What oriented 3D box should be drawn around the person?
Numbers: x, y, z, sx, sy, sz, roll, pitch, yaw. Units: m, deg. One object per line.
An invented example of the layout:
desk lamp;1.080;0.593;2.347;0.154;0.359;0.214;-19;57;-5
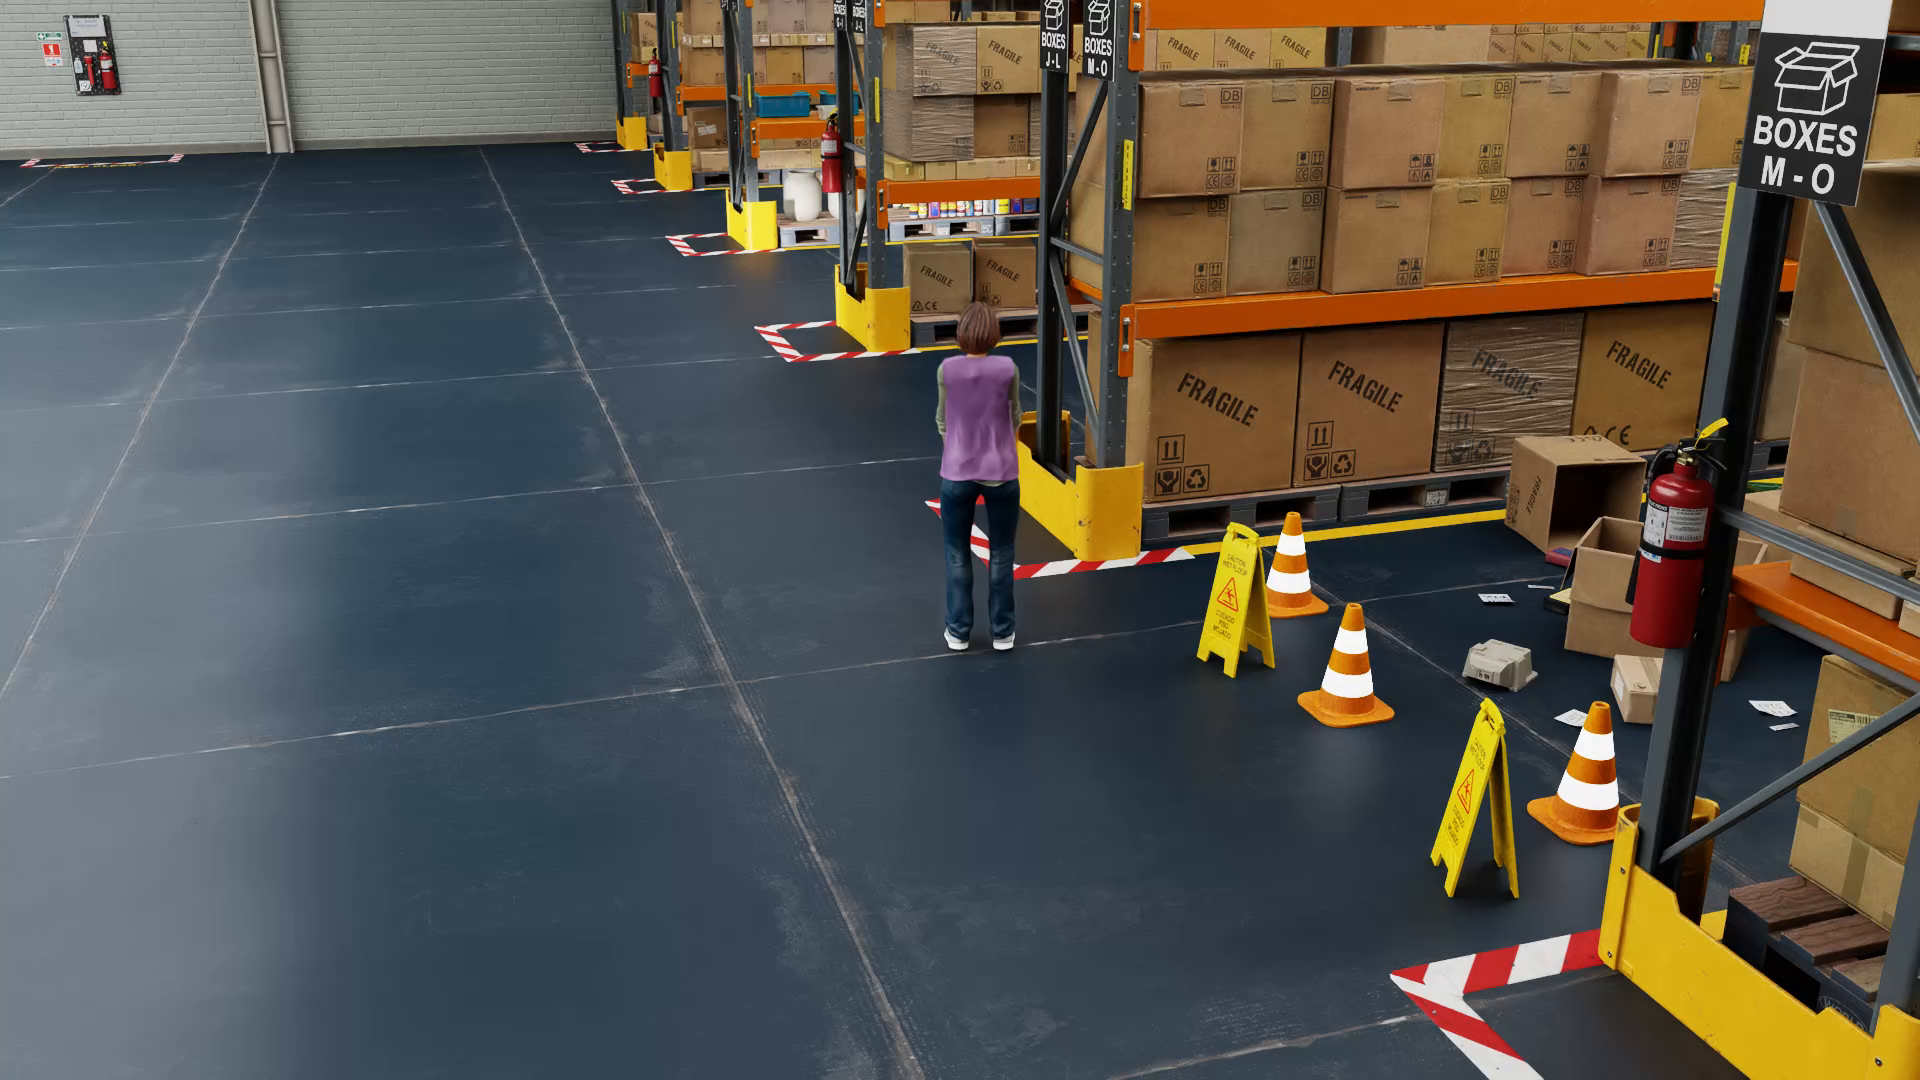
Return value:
person;0.079;-0.272;7.350;0.459;1.594;0.340;-1;20;-2
